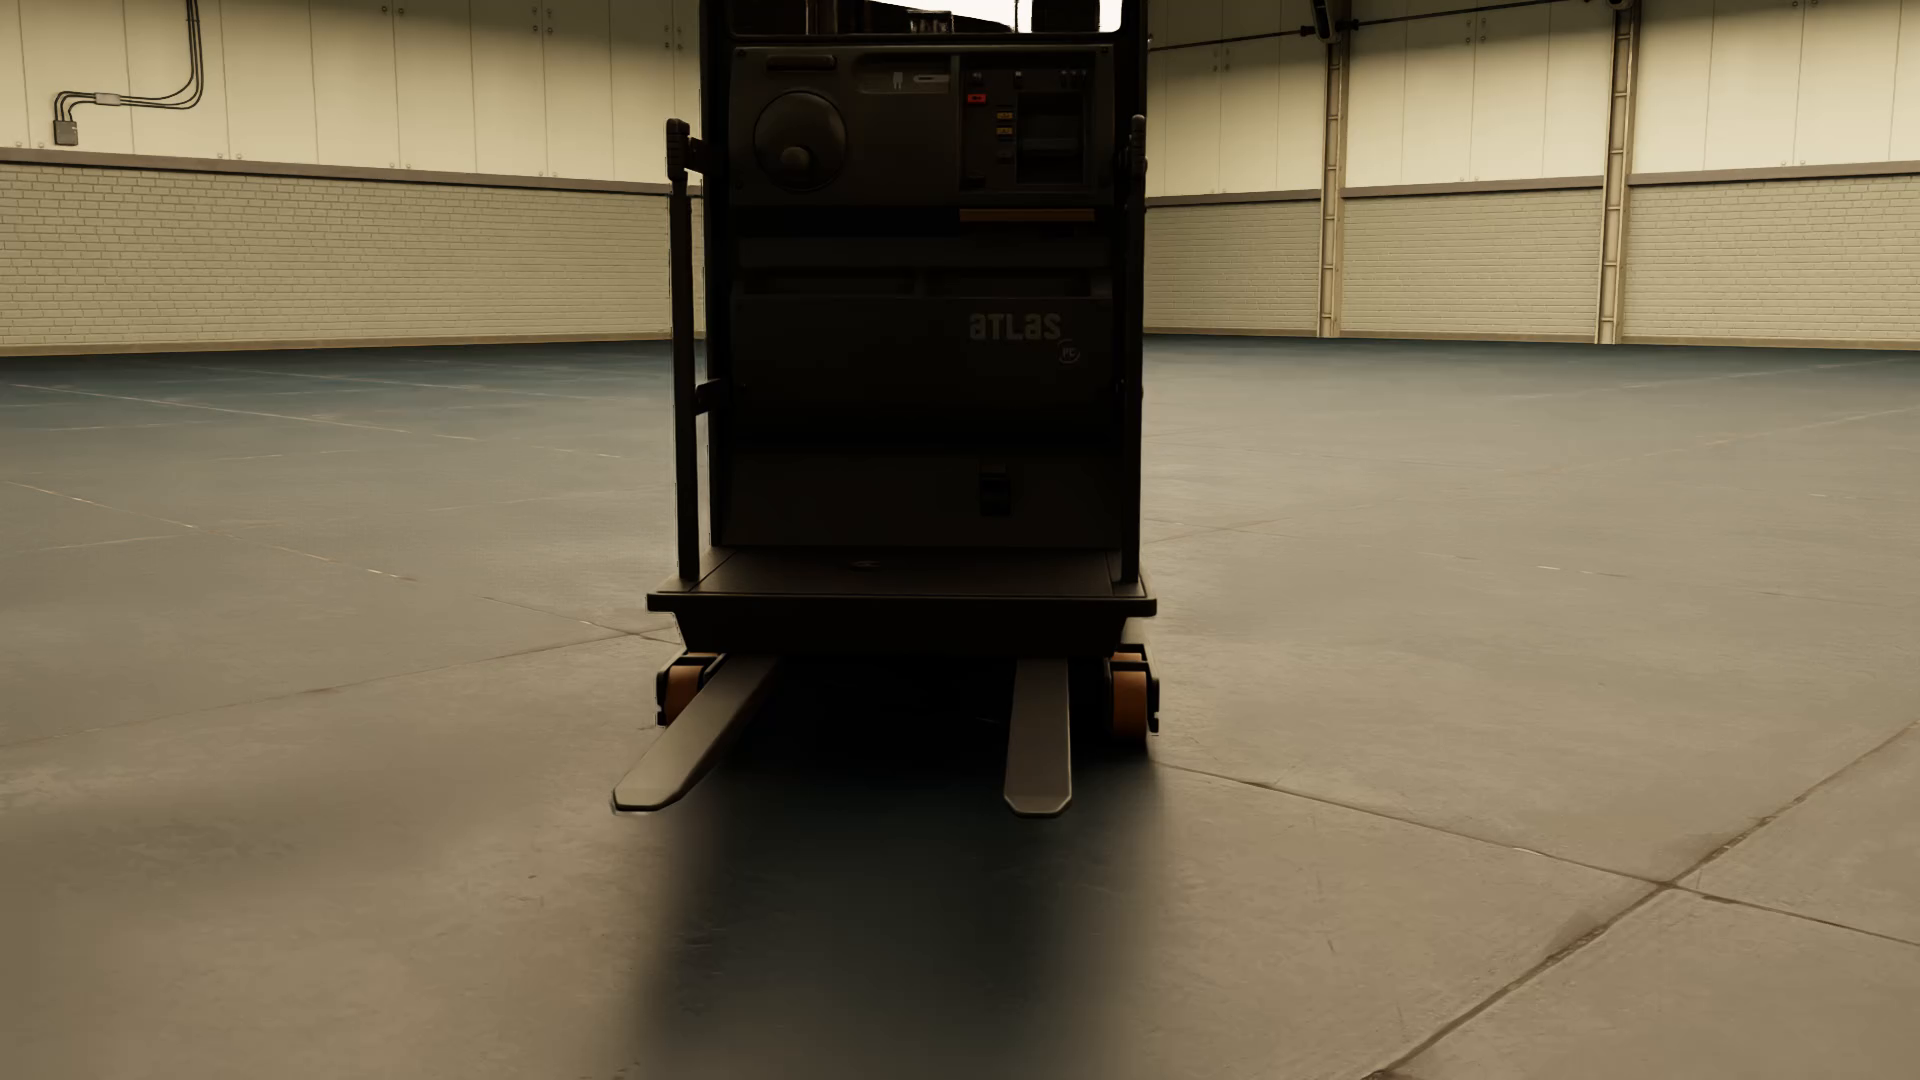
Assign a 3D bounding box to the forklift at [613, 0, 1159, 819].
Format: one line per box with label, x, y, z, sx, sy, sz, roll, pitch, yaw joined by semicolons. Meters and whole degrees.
forklift;-0.103;-1.045;3.816;1.130;2.935;3.031;0;9;3
